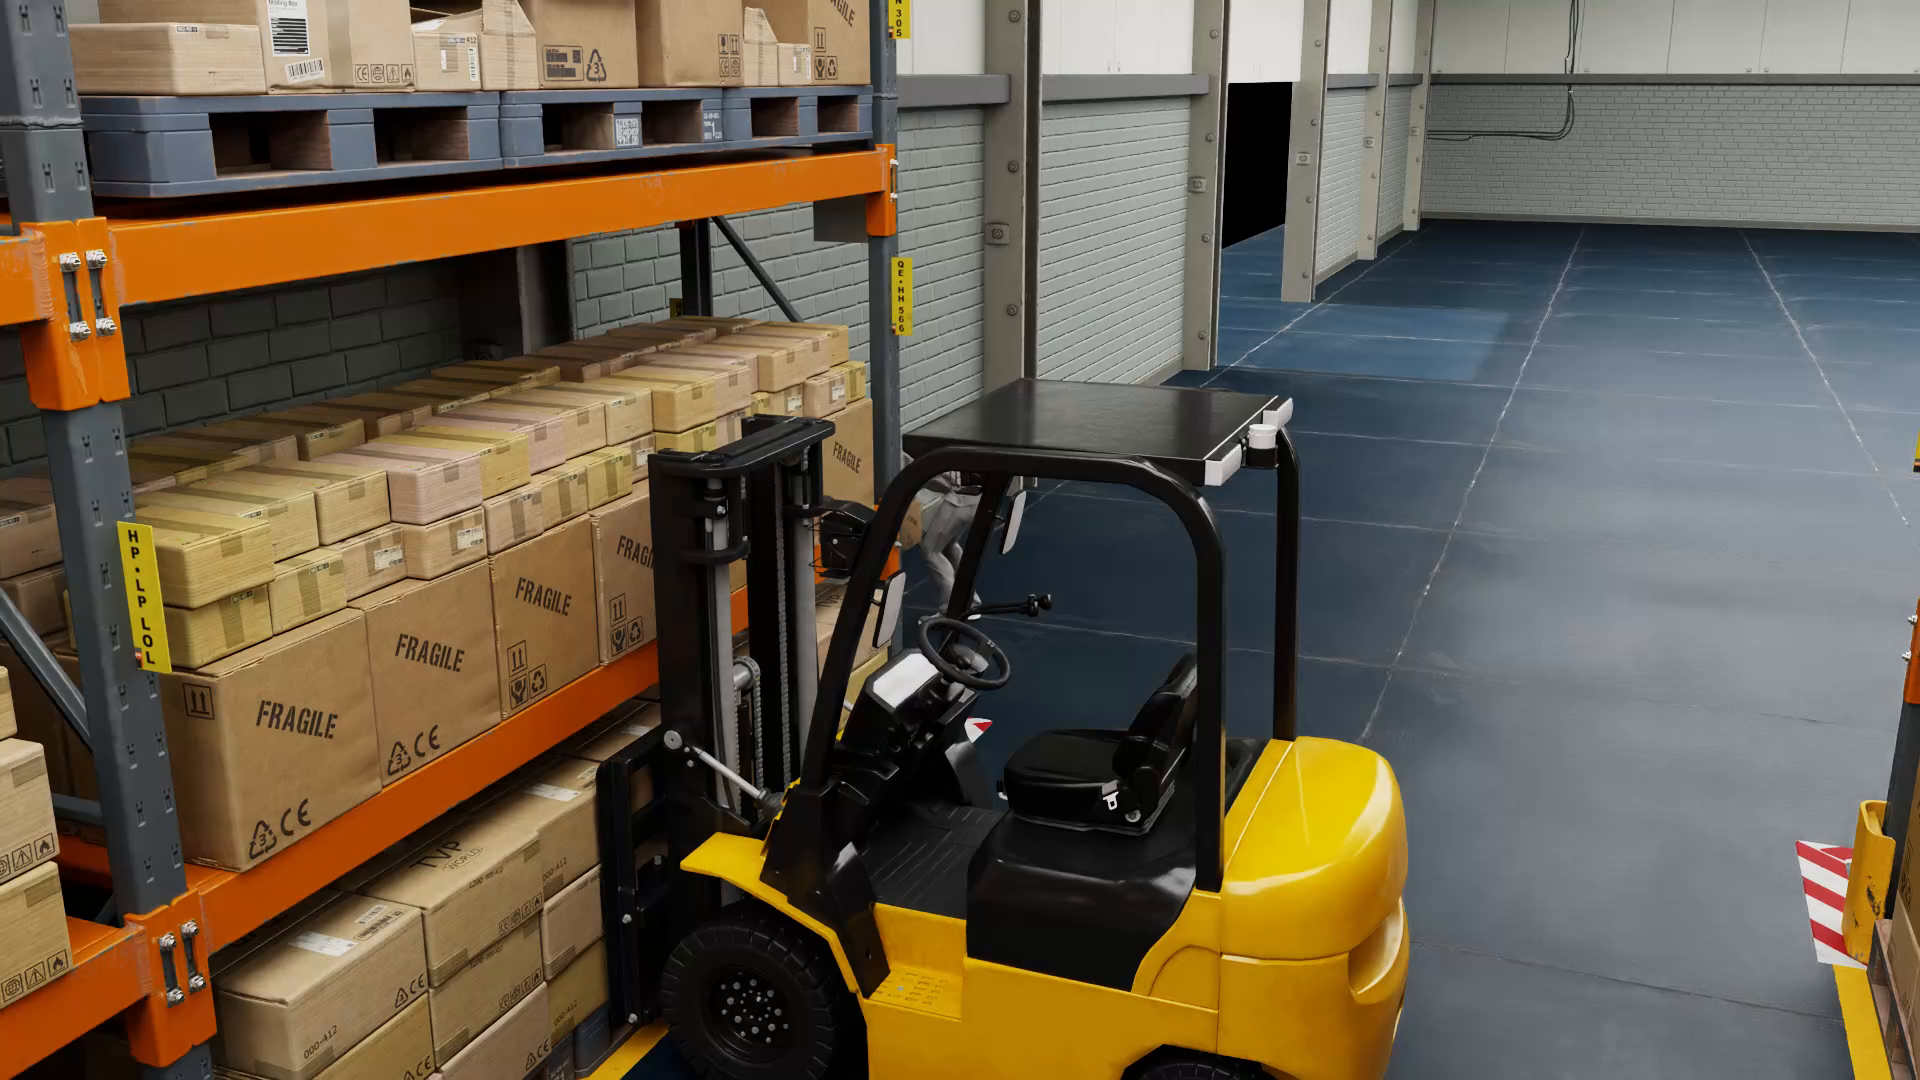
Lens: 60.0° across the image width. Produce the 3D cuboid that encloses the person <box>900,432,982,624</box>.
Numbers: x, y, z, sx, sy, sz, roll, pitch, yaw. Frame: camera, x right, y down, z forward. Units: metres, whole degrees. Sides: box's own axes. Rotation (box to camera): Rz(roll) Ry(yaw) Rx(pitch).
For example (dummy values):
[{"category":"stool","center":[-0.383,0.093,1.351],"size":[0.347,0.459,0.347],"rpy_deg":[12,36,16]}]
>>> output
[{"category":"person","center":[-0.204,-0.097,9.651],"size":[0.820,1.189,0.389],"rpy_deg":[5,17,19]}]
